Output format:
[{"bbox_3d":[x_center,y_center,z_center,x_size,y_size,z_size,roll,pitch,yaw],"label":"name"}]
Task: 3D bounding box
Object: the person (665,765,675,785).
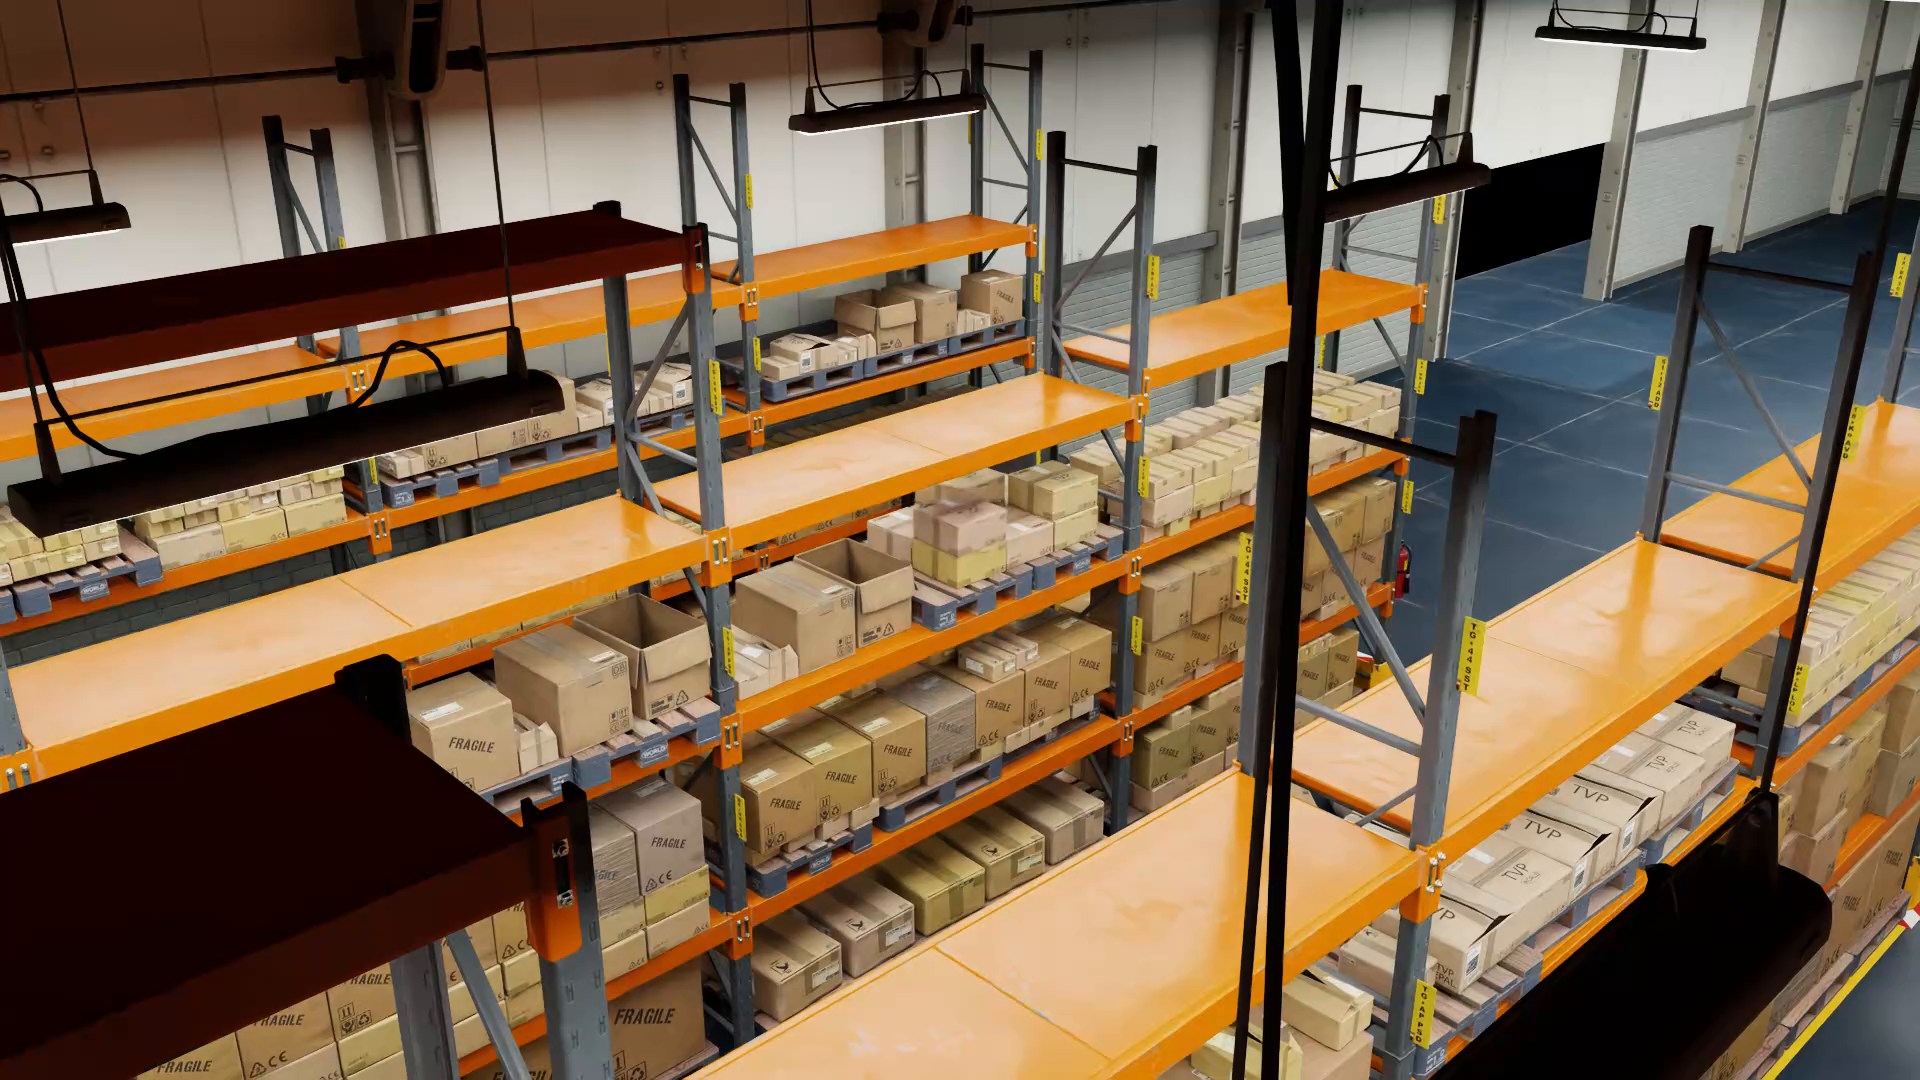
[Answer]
[{"bbox_3d":[-2.386,2.019,13.719,0.651,1.741,0.650,9,24,20],"label":"person"}]
